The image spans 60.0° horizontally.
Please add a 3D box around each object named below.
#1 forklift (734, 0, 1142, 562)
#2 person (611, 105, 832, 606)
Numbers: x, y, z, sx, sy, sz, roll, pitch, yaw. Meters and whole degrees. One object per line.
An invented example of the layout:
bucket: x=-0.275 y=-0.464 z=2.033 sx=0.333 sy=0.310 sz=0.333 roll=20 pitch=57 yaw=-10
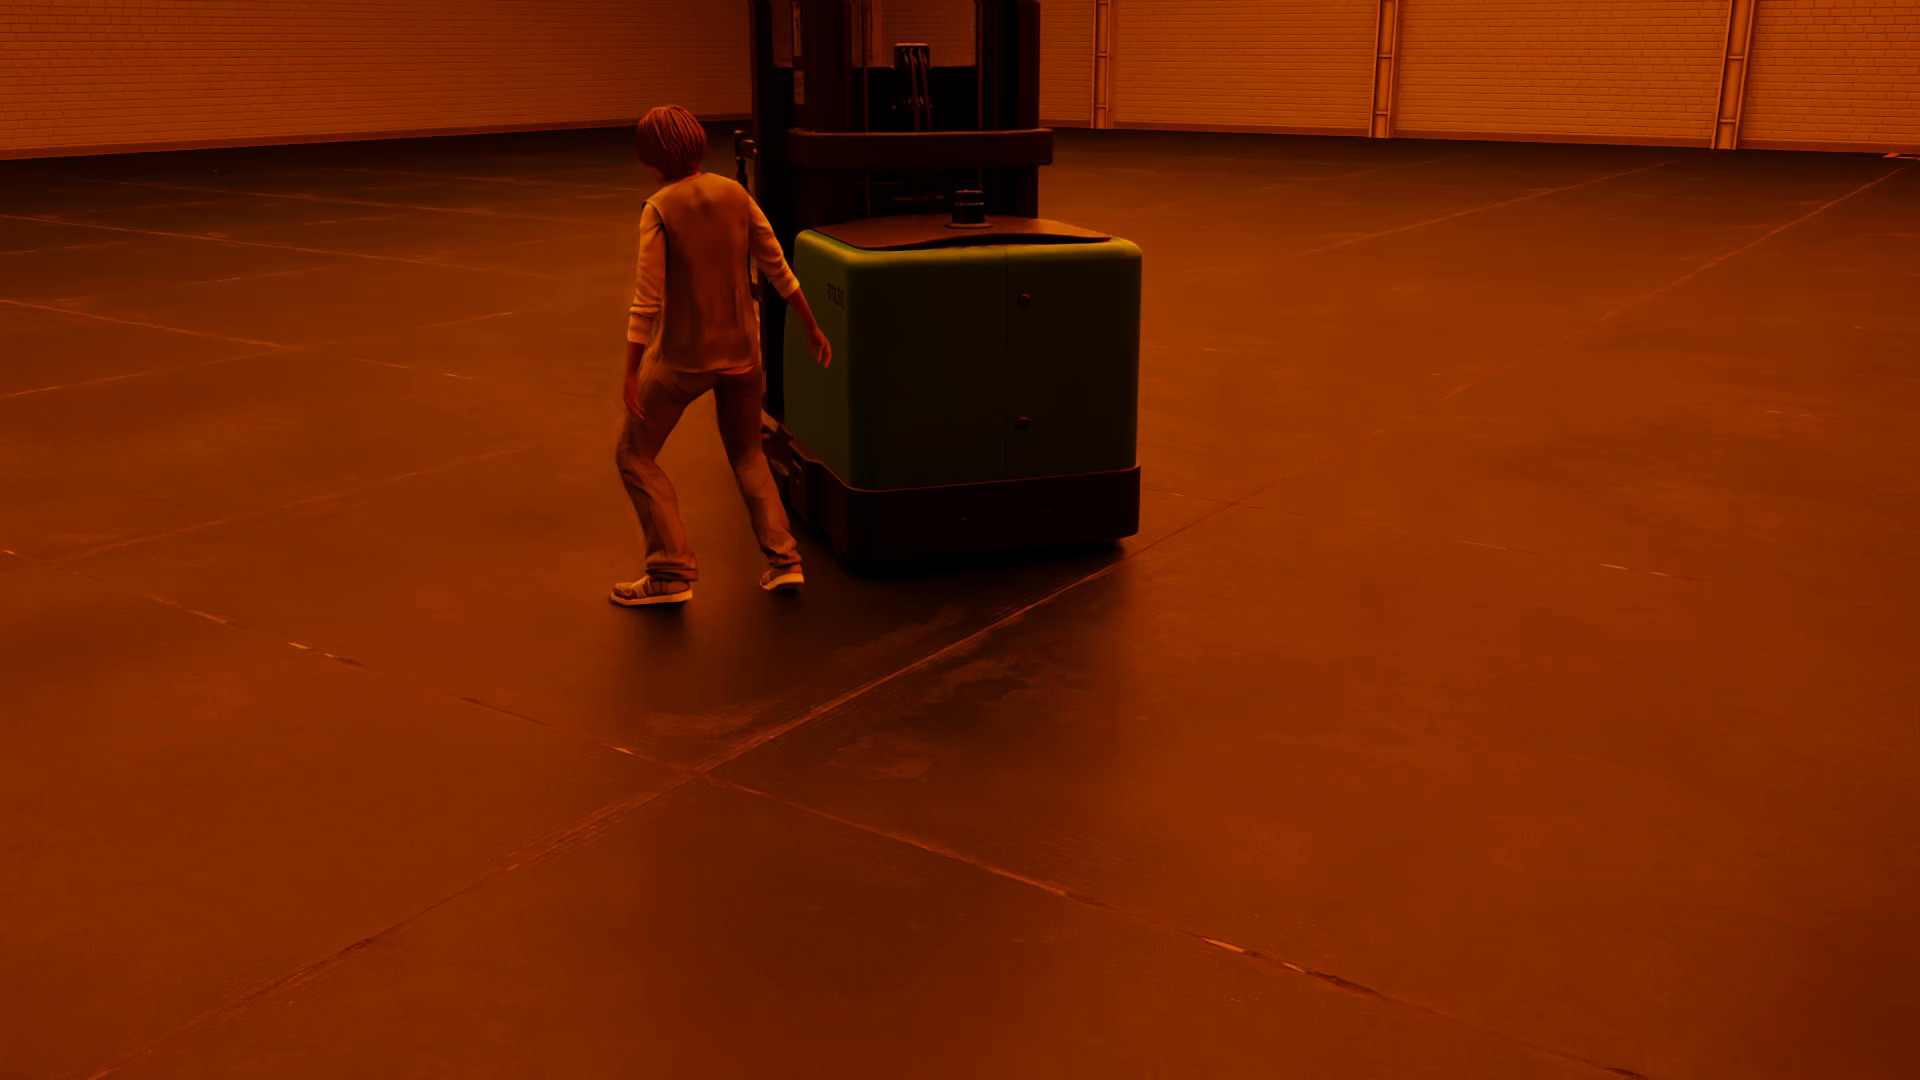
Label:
forklift: x=-0.330 y=-1.714 z=6.564 sx=1.130 sy=2.935 sz=3.031 roll=-6 pitch=18 yaw=-18
person: x=-0.740 y=-0.555 z=5.198 sx=0.745 sy=1.546 sz=0.445 roll=-11 pitch=20 yaw=-34
